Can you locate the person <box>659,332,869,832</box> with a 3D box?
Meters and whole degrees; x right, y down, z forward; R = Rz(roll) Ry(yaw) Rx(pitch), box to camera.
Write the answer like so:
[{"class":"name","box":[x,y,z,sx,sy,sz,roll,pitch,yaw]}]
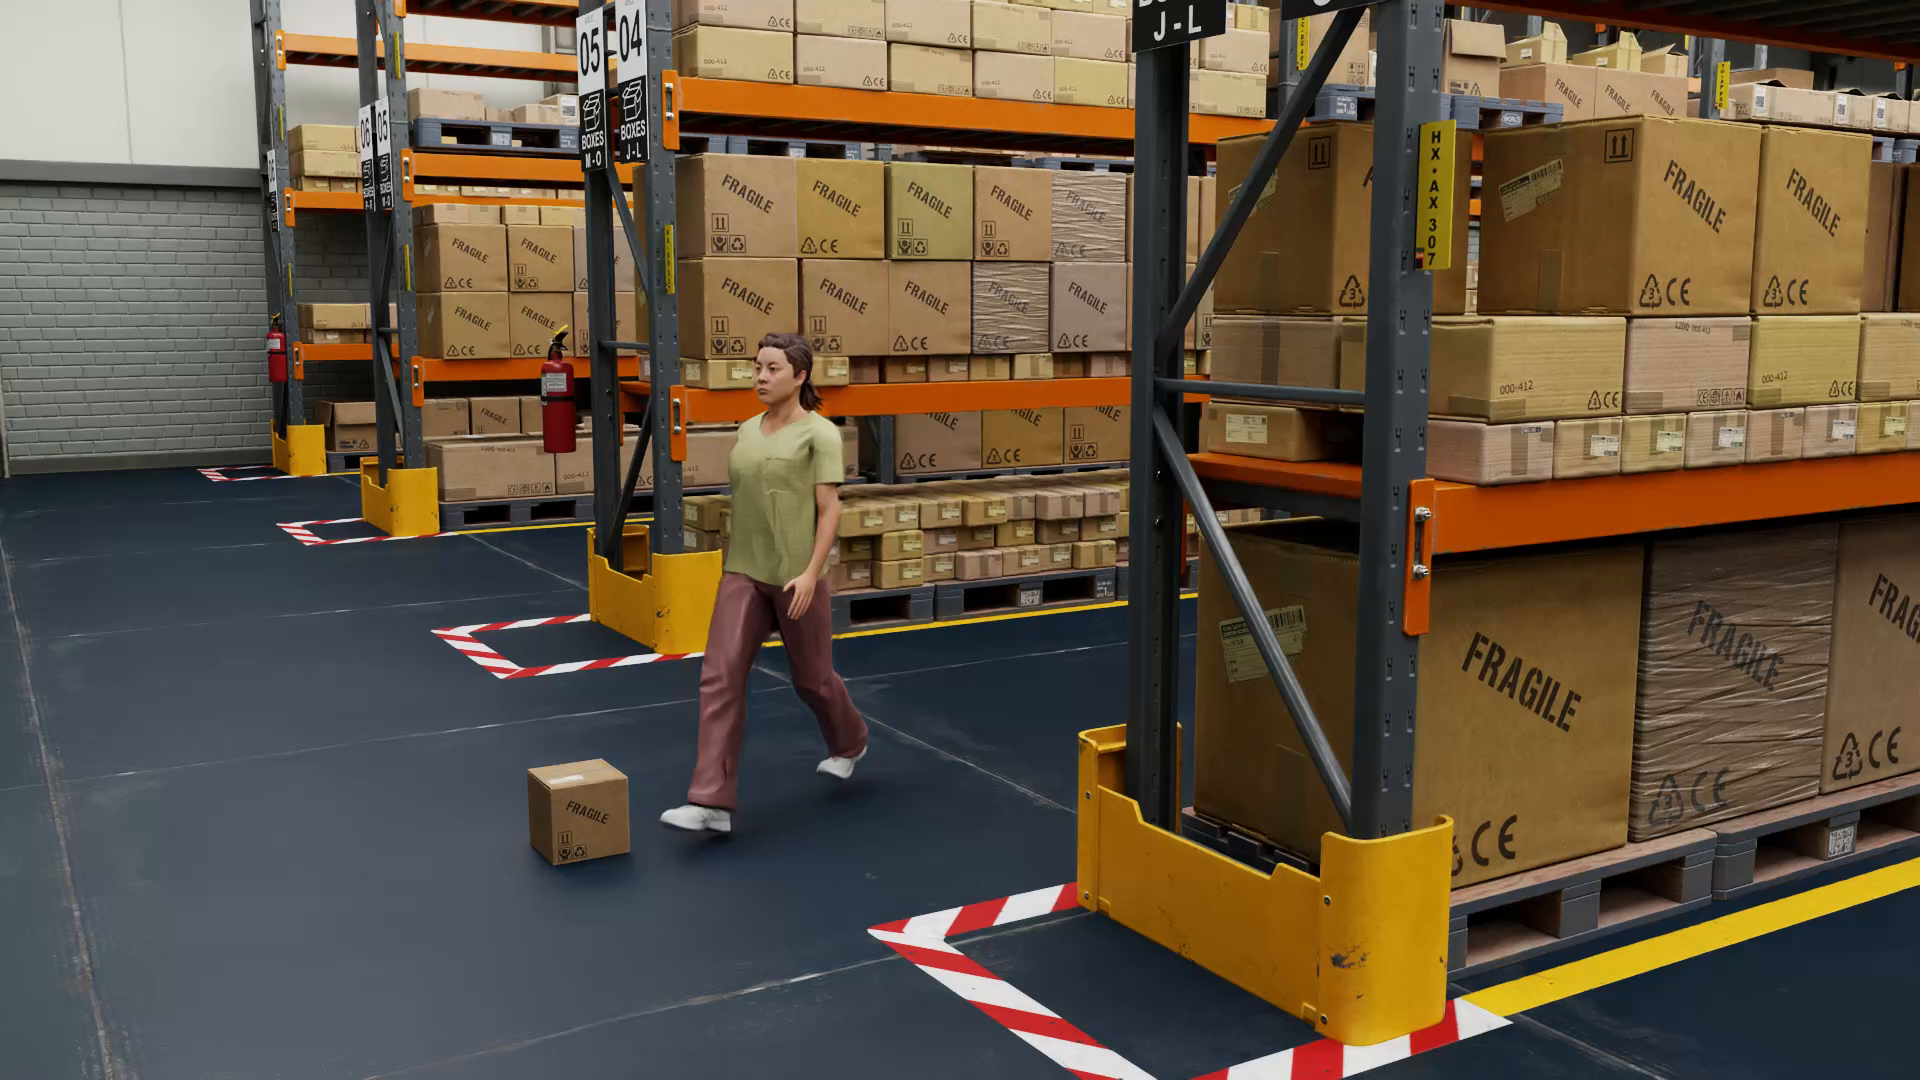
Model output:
[{"class":"person","box":[-0.611,0.128,5.535,0.449,1.625,1.003,3,9,22]}]
